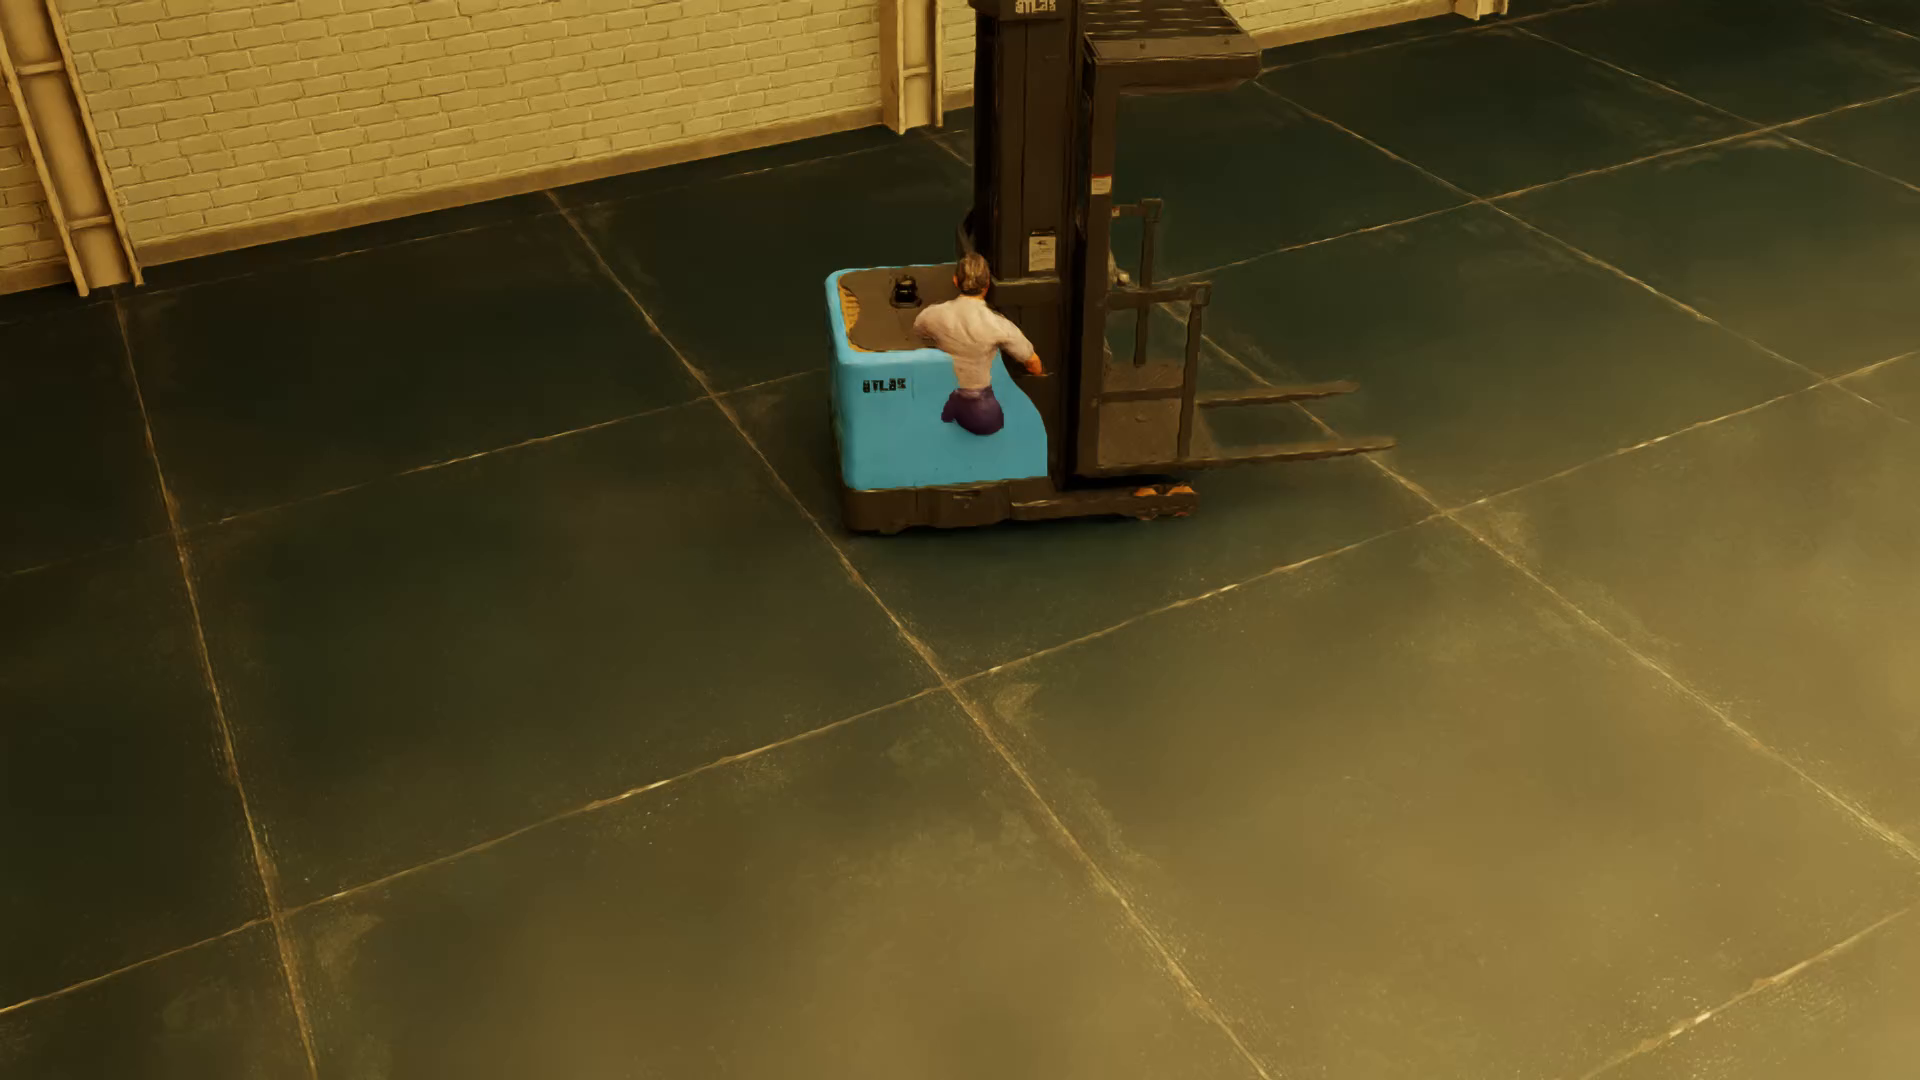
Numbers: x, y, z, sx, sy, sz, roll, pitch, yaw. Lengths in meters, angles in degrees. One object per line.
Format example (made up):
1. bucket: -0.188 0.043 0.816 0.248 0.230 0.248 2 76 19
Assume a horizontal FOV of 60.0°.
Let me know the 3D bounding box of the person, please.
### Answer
1. person: 0.157 -0.855 8.484 0.742 1.436 0.811 10 36 14

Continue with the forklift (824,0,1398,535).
1. forklift: 0.828 -1.602 8.389 3.031 2.935 1.130 -5 36 -7
